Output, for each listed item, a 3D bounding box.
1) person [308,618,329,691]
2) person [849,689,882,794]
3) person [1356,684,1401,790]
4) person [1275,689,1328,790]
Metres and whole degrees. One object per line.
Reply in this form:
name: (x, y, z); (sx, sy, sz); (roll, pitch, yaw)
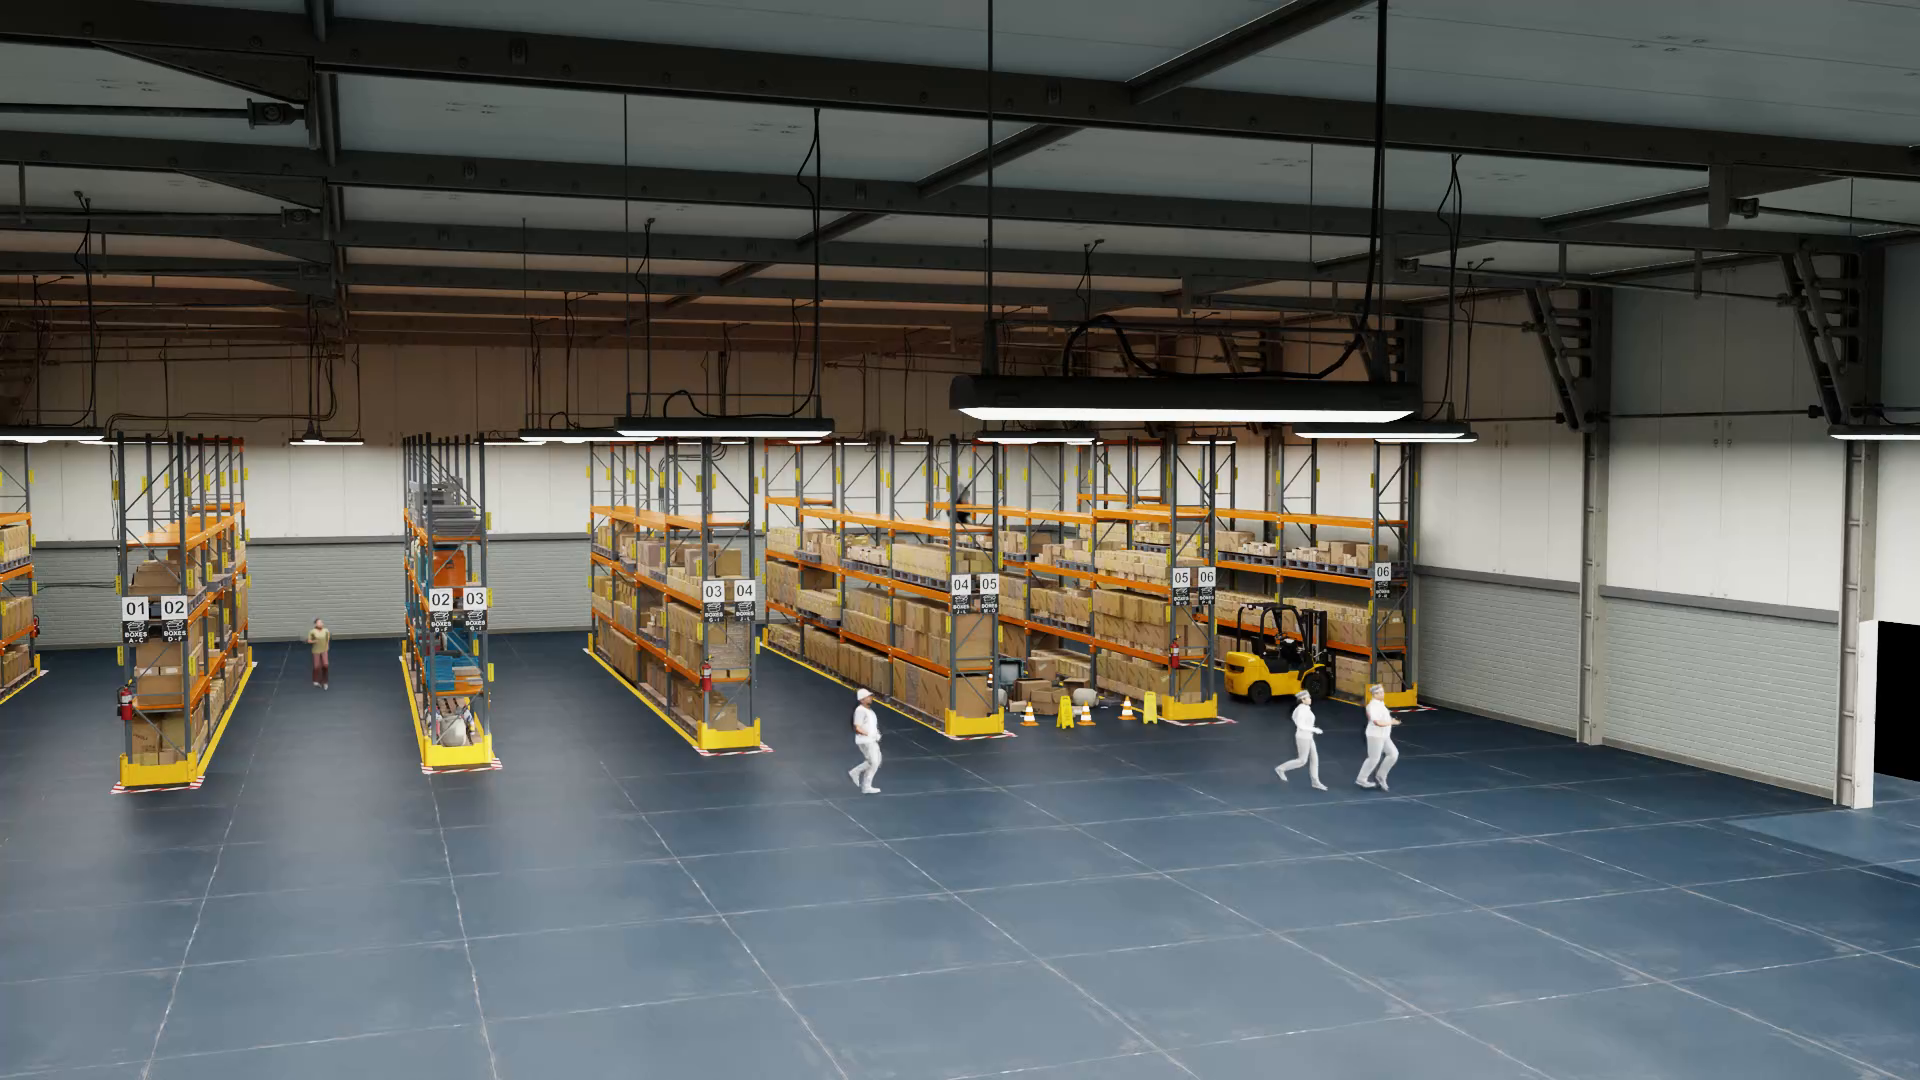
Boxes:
person: (-15.230, 2.697, 39.518); (0.524, 1.710, 0.804); (-2, 4, -30)
person: (-1.561, 3.327, 27.525); (0.621, 1.733, 0.679); (0, 3, 9)
person: (7.013, 3.304, 27.810); (0.736, 1.824, 0.637); (2, 4, 28)
person: (5.749, 3.340, 27.887); (0.860, 1.700, 0.617); (1, 3, 18)
